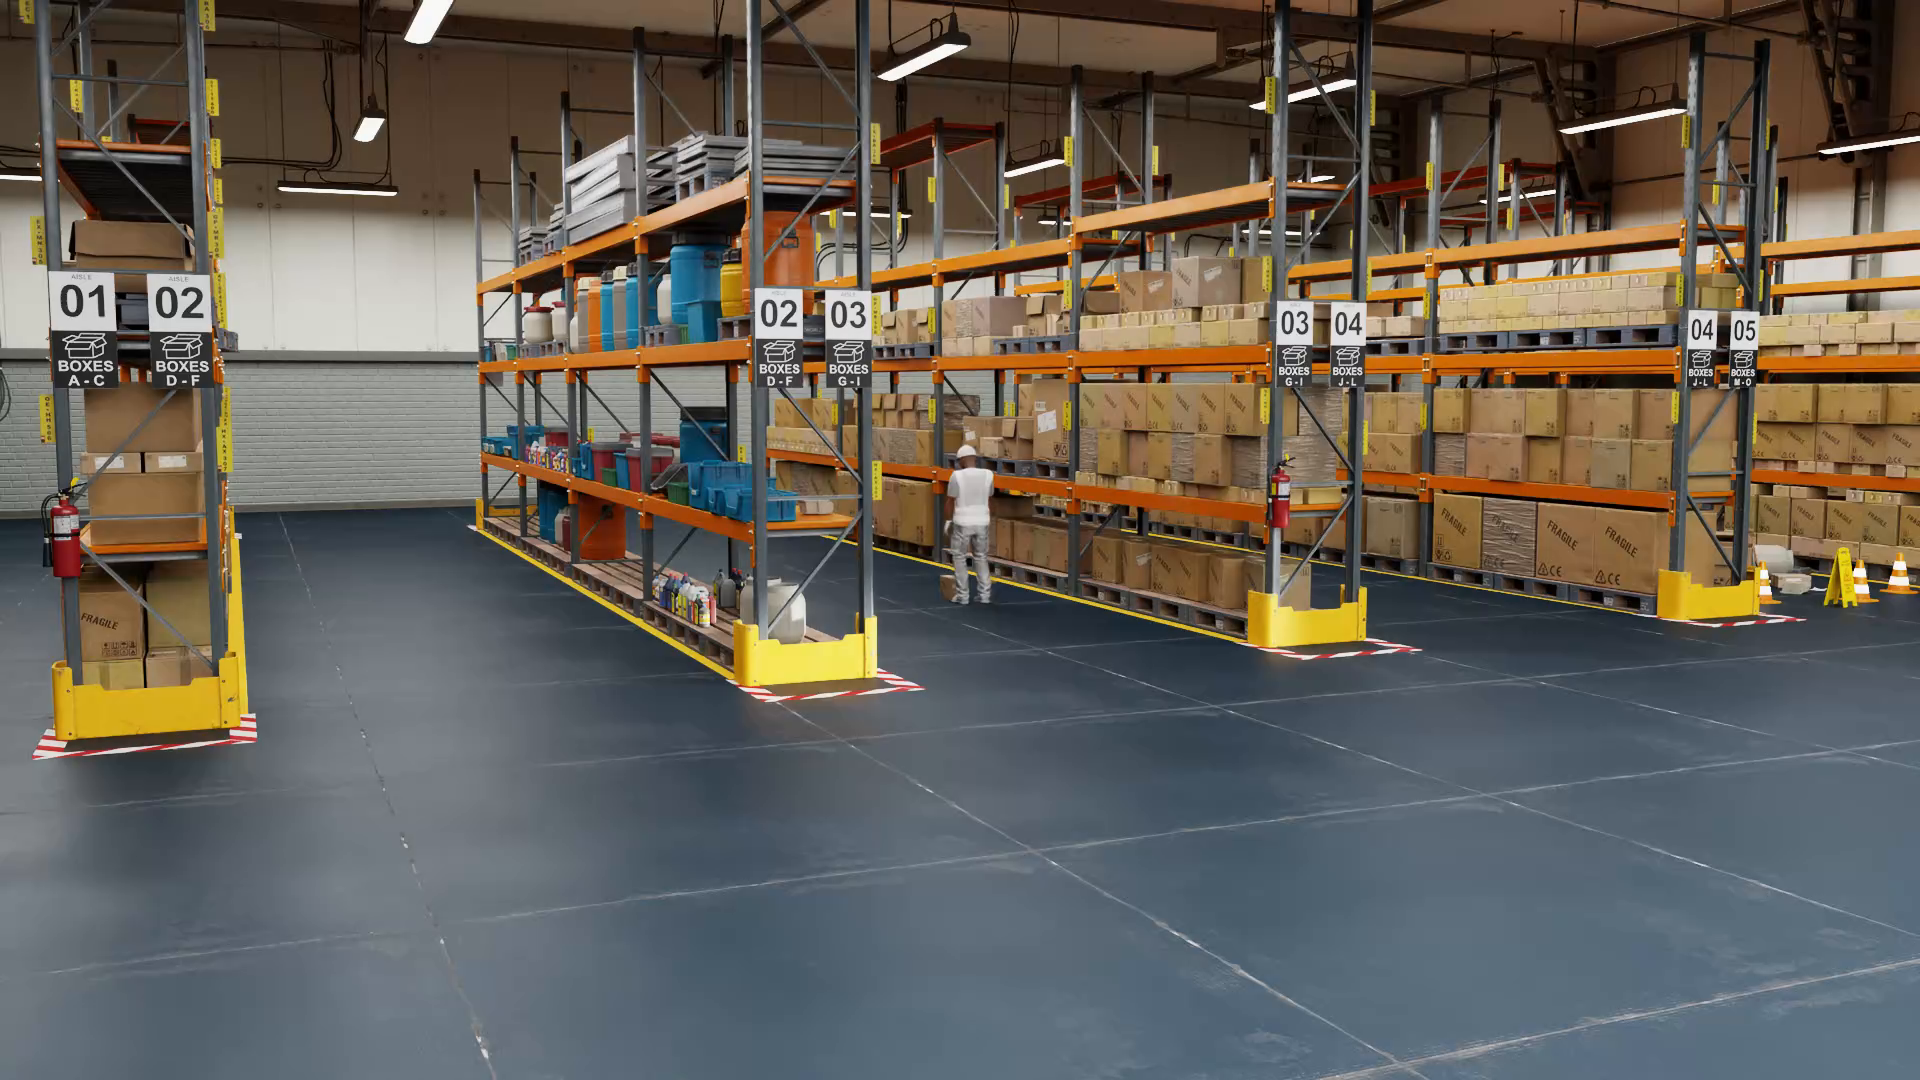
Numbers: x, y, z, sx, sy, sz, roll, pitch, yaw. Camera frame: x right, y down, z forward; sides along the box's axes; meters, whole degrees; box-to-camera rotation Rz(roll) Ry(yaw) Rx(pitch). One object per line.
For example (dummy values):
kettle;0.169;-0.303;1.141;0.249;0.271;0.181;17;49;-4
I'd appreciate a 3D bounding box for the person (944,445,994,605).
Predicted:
person;0.097;-0.171;18.548;0.557;1.765;0.389;-2;6;-23
